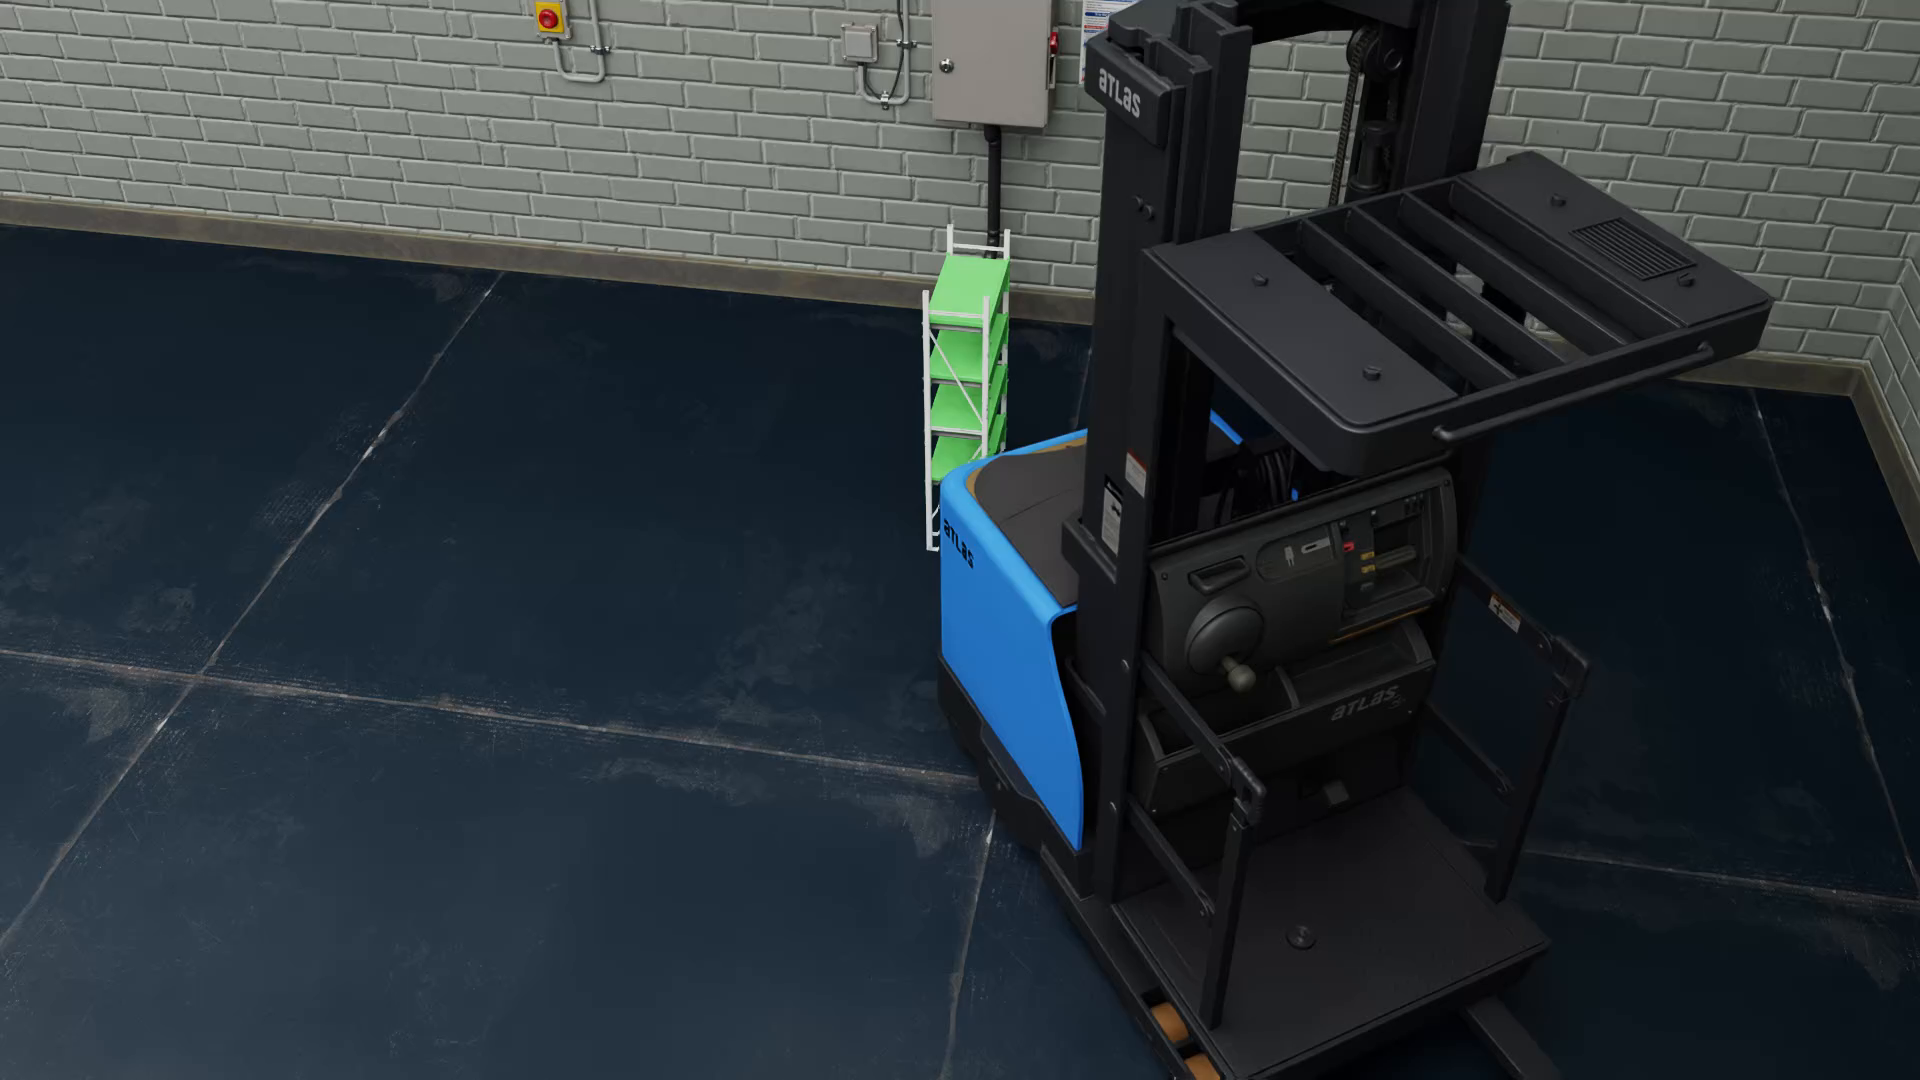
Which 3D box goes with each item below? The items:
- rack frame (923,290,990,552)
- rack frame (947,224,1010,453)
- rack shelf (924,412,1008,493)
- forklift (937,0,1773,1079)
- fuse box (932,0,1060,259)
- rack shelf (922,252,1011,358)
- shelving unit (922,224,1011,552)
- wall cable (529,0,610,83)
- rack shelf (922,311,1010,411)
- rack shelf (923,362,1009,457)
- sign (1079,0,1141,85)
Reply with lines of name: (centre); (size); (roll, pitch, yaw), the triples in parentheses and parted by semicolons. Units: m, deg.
rack frame: (-0.014, -0.413, 6.308); (0.240, 1.200, 0.015); (6, 40, 8)
rack frame: (0.071, -0.719, 6.679); (0.240, 1.200, 0.015); (6, 40, 8)
rack shelf: (0.029, -0.332, 6.687); (0.258, 0.148, 0.480); (6, 40, 8)
forklift: (1.015, 0.185, 4.226); (1.130, 2.935, 3.031); (-17, 43, -20)
fuse box: (0.159, -1.629, 7.377); (0.539, 1.711, 0.414); (6, 40, 8)
rack shelf: (0.029, -0.887, 6.228); (0.258, 0.148, 0.480); (6, 40, 8)
shelving unit: (0.029, -0.566, 6.493); (0.258, 1.200, 0.503); (6, 40, 8)
wall cable: (-1.885, -2.852, 7.024); (0.585, 1.953, 0.123); (6, 40, 8)
rack shelf: (0.029, -0.702, 6.381); (0.258, 0.148, 0.480); (6, 40, 8)
rack shelf: (0.029, -0.517, 6.534); (0.258, 0.148, 0.480); (6, 40, 8)
sign: (0.681, -2.164, 7.088); (0.329, 0.494, 0.001); (6, 40, 8)
